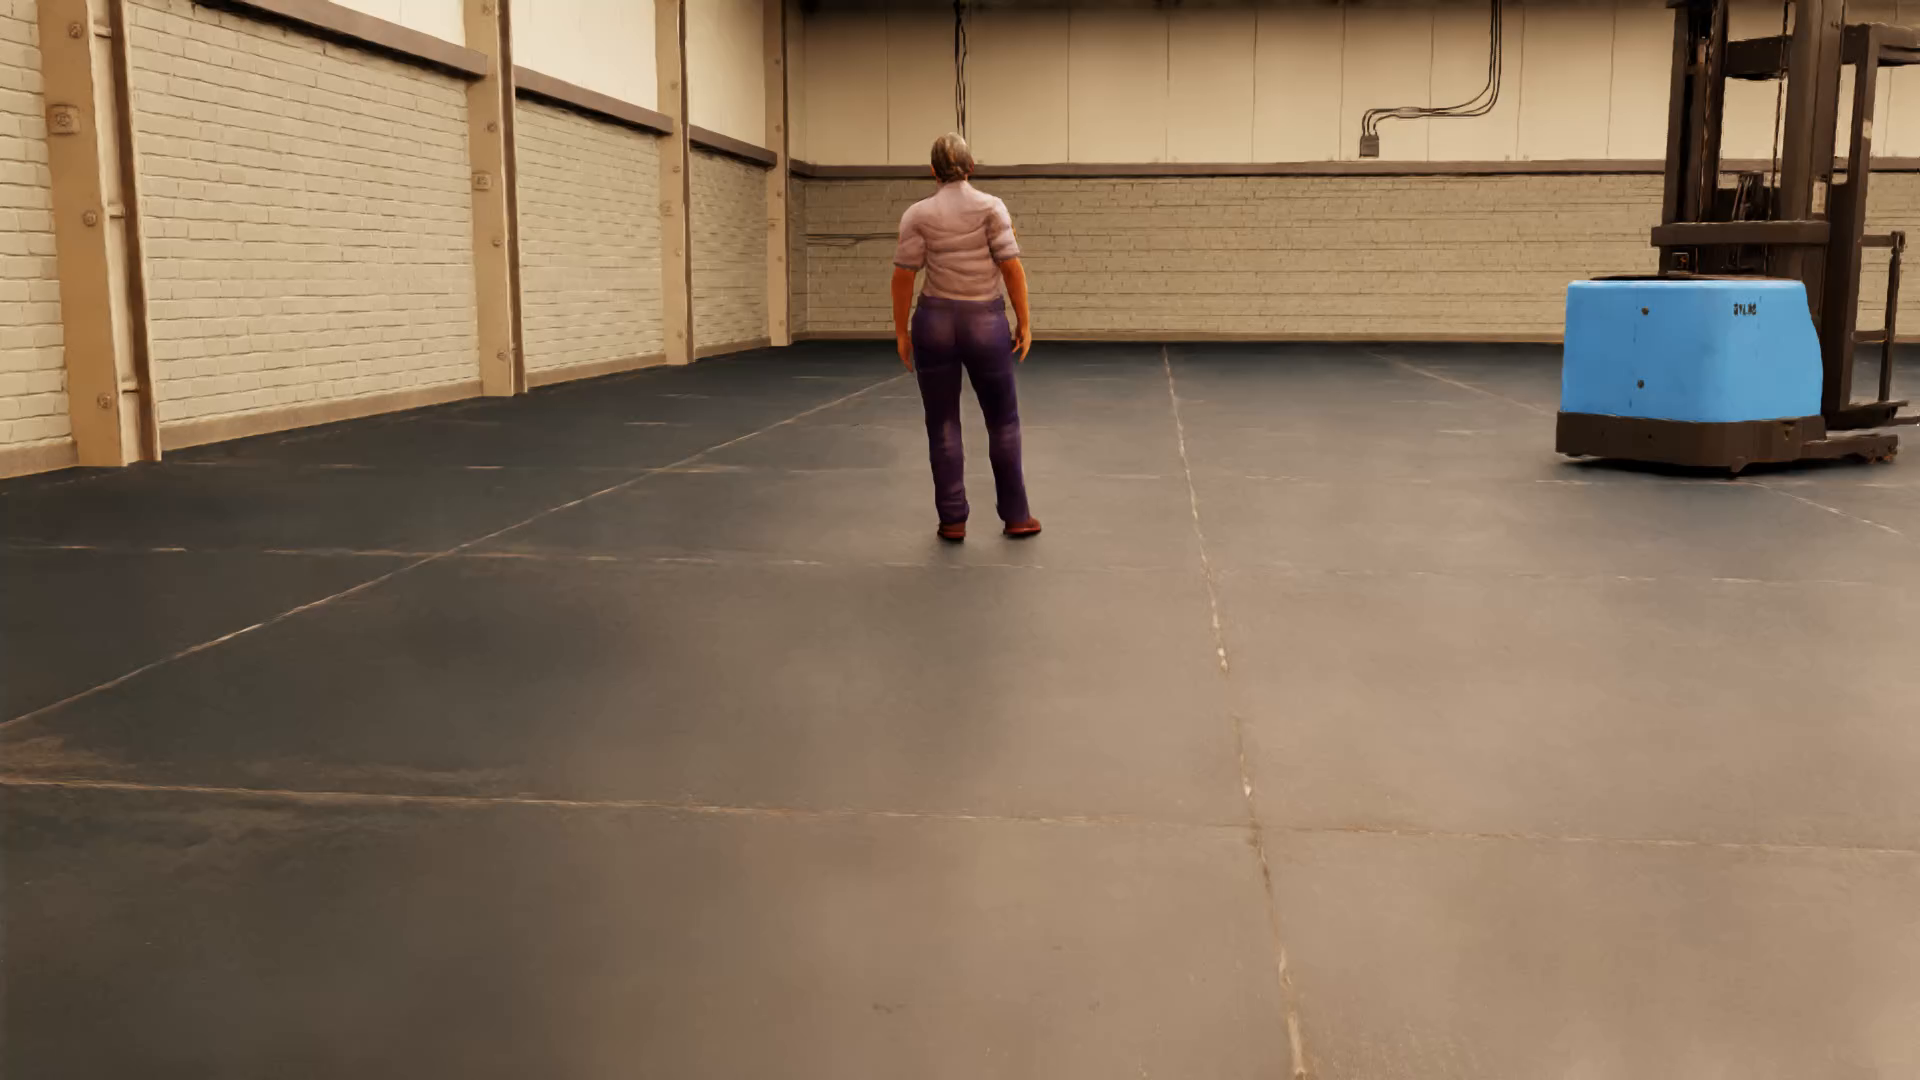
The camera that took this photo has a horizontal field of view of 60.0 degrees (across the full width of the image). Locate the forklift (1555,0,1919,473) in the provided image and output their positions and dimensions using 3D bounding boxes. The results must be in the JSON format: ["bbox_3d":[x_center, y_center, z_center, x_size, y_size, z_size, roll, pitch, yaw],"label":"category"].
[{"bbox_3d":[5.031,-1.967,10.036,3.031,2.935,1.130,-6,11,-33],"label":"forklift"}]

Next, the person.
[{"bbox_3d":[0.033,-0.834,6.911,0.599,1.650,0.502,1,9,6],"label":"person"}]
